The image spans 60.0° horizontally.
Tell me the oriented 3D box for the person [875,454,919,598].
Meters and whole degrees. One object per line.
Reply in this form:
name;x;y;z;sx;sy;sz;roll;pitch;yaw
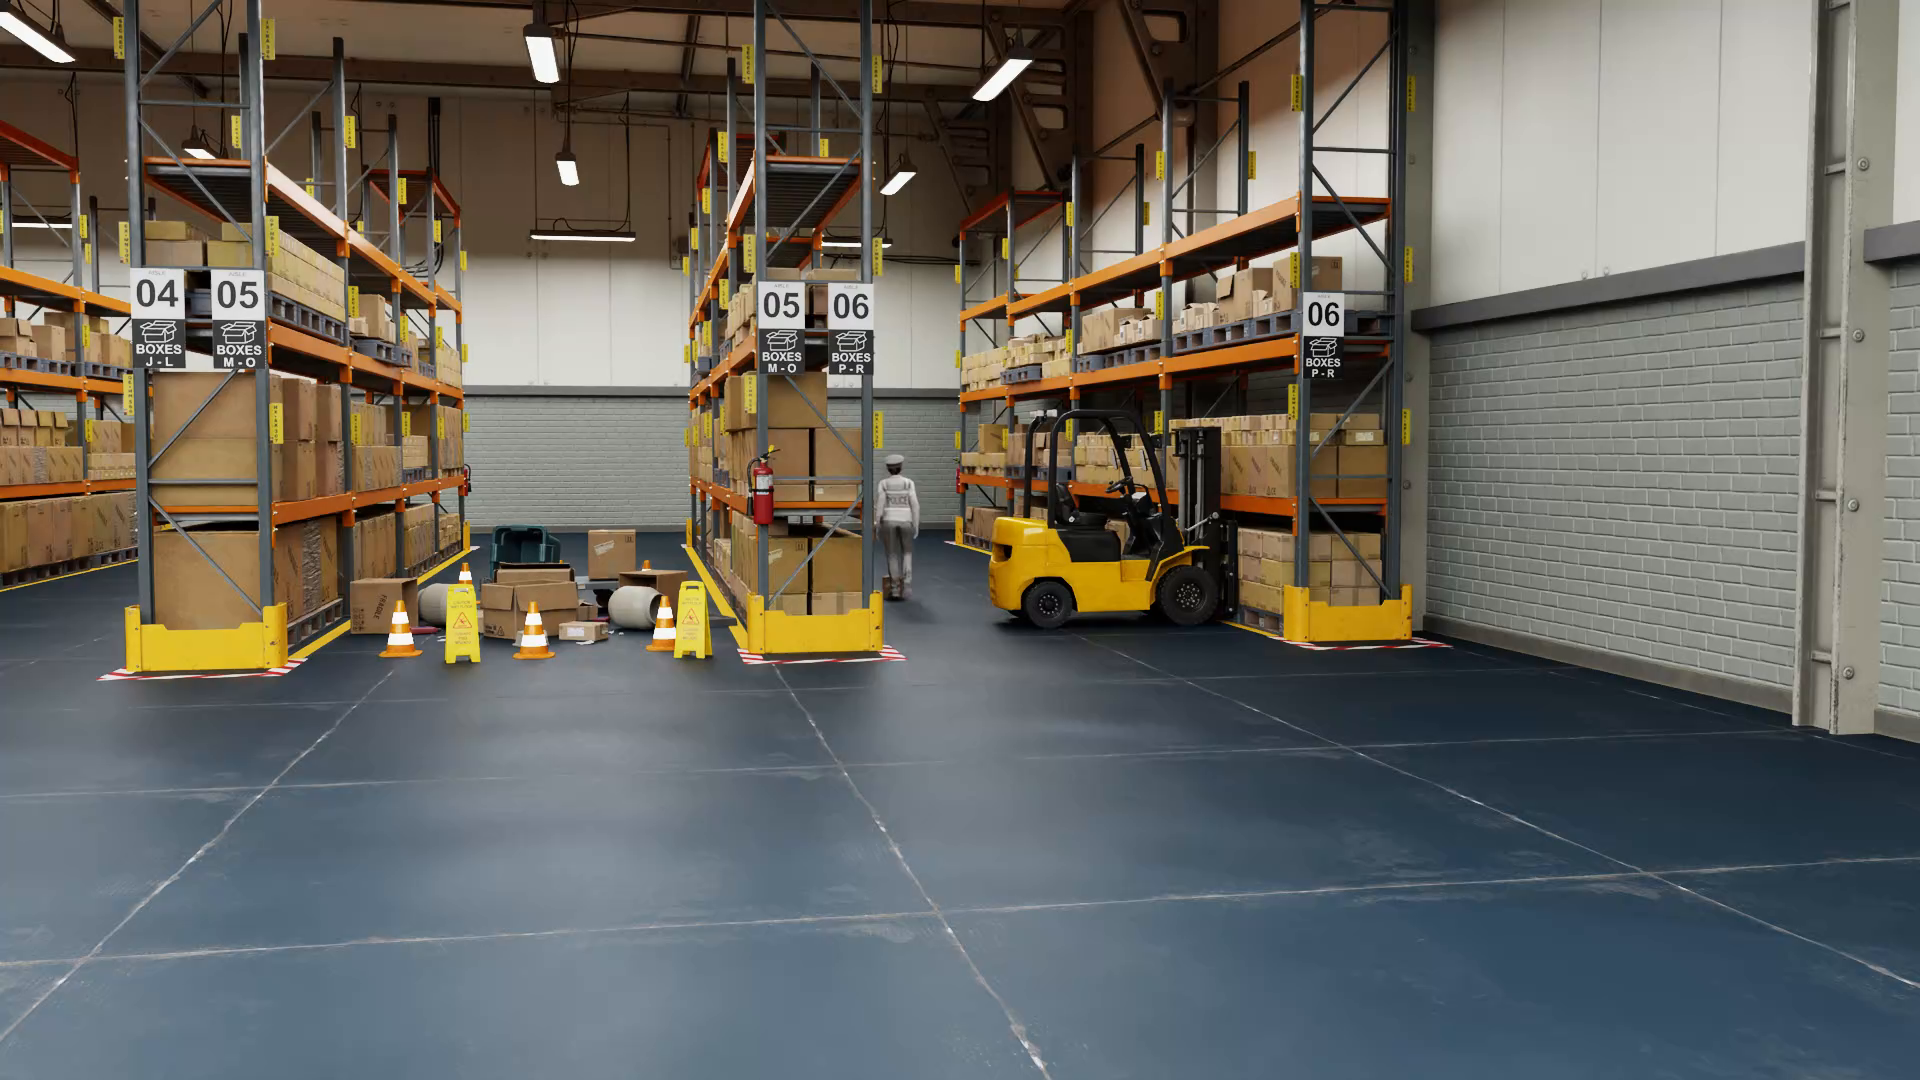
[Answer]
person;-0.737;-0.157;19.511;0.512;1.702;0.416;0;3;-9
